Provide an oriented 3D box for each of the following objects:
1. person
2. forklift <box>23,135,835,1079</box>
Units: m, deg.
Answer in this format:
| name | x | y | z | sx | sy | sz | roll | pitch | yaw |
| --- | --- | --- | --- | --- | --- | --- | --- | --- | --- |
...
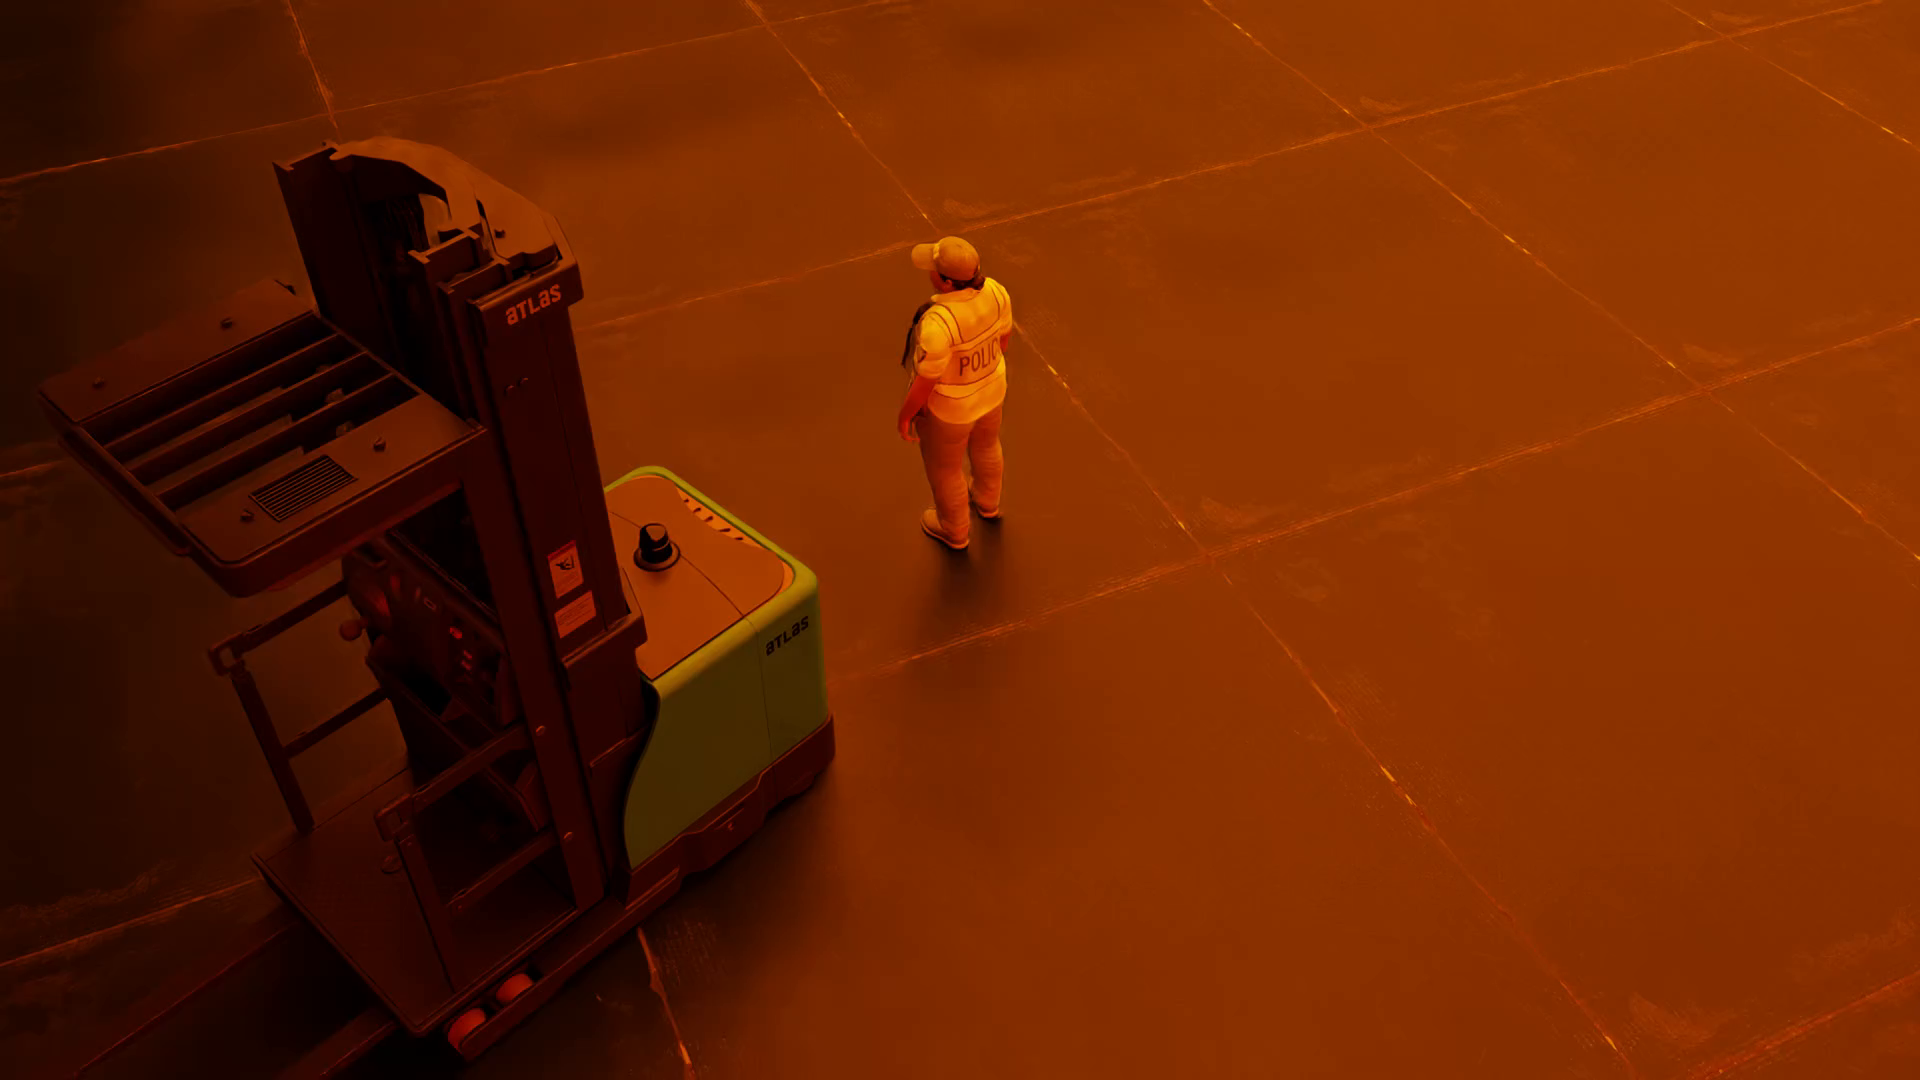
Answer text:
| name | x | y | z | sx | sy | sz | roll | pitch | yaw |
| --- | --- | --- | --- | --- | --- | --- | --- | --- | --- |
| person | -0.009 | -0.647 | 7.302 | 0.420 | 1.673 | 0.670 | 31 | 51 | 29 |
| forklift | -1.885 | 0.349 | 5.306 | 1.130 | 2.935 | 3.031 | 33 | 52 | 30 |
